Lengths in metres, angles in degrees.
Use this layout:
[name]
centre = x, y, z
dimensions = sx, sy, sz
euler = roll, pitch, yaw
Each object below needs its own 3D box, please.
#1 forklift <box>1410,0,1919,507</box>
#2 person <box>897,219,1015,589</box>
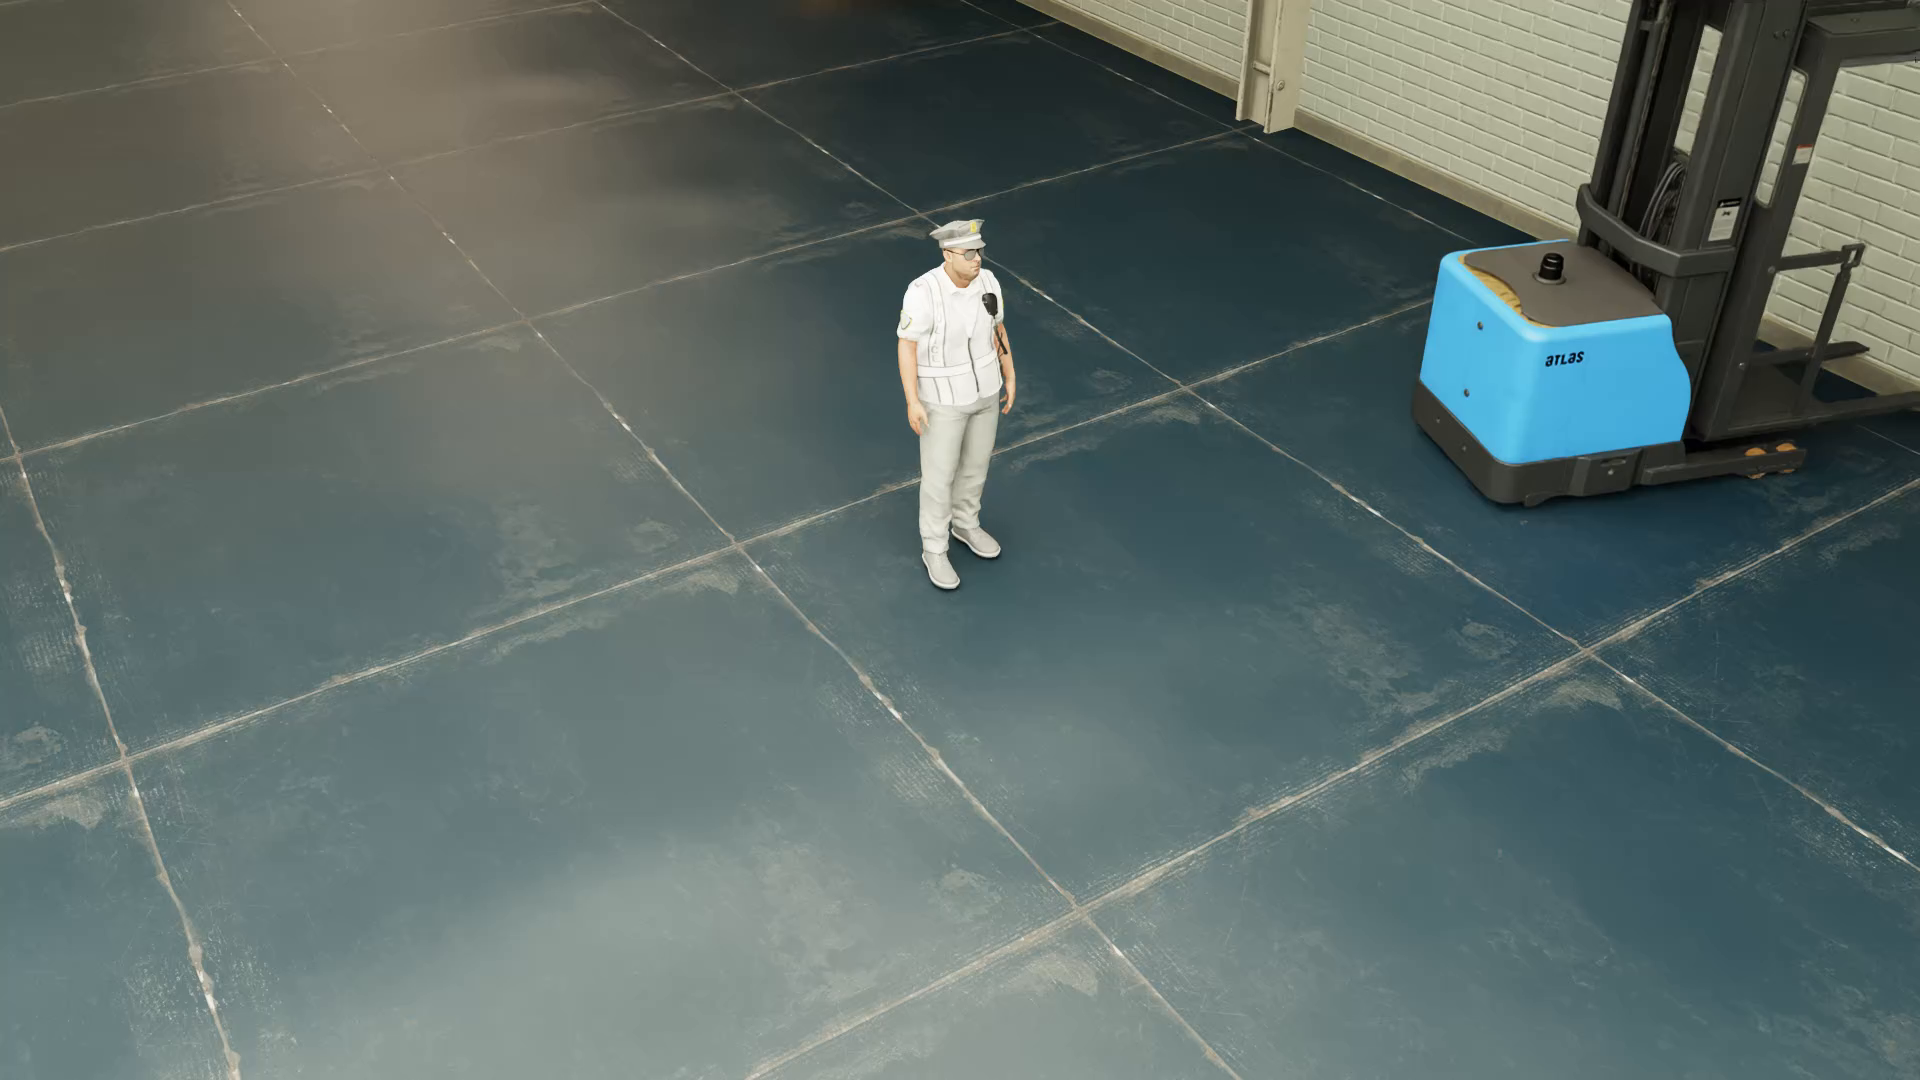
[forklift]
centre = 4.177, -1.826, 8.747
dimensions = 3.031, 2.935, 1.130
euler = -8, 36, -12
[person]
centre = 0.033, -0.694, 8.121
dimensions = 0.641, 1.780, 0.574
euler = -21, 40, -27
